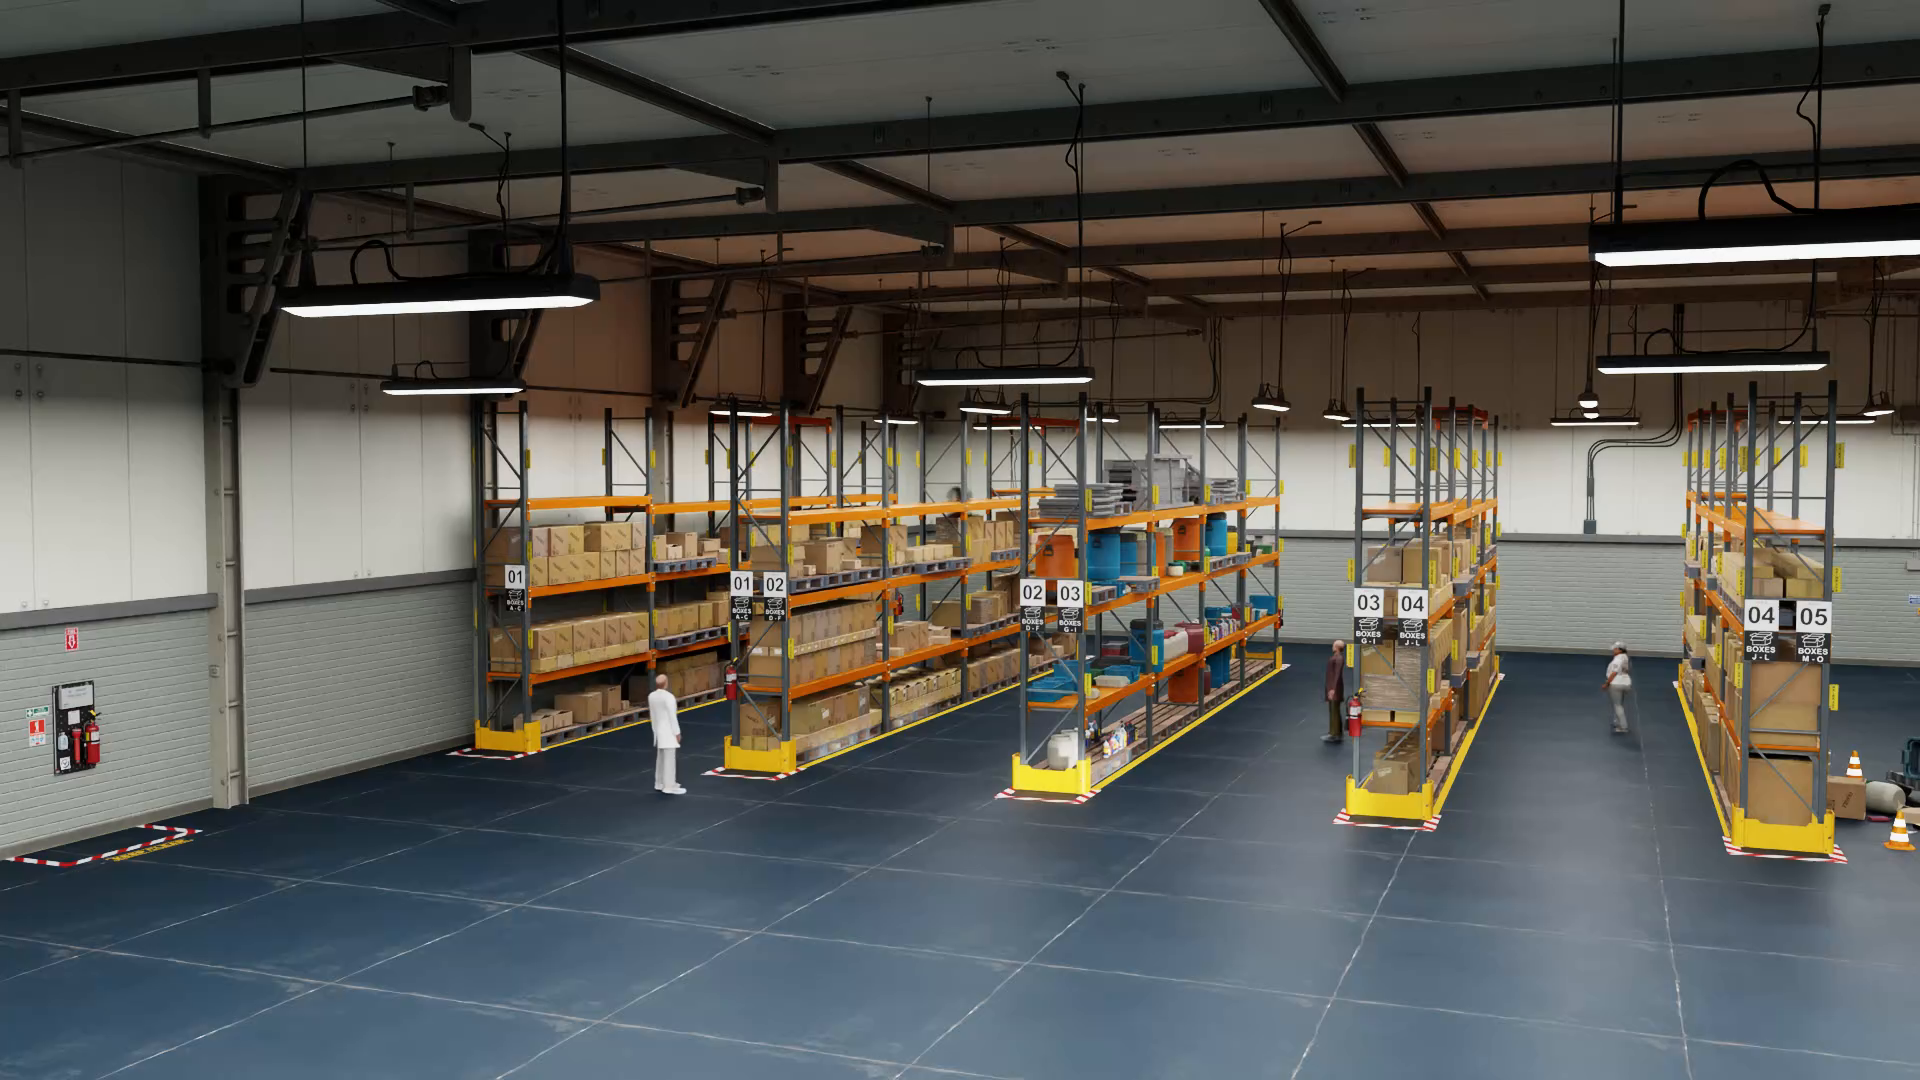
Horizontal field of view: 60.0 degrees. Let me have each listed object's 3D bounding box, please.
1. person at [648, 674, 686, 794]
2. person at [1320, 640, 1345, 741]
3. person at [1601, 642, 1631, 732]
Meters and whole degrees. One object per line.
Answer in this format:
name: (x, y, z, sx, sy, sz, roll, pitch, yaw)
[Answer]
person: (-4.409, 2.905, 25.010, 0.476, 1.792, 0.602, -2, 3, -28)
person: (6.640, 2.676, 29.718, 0.529, 1.788, 0.636, 0, 3, -2)
person: (12.040, 2.707, 30.514, 0.550, 1.701, 0.685, -1, 3, -22)
